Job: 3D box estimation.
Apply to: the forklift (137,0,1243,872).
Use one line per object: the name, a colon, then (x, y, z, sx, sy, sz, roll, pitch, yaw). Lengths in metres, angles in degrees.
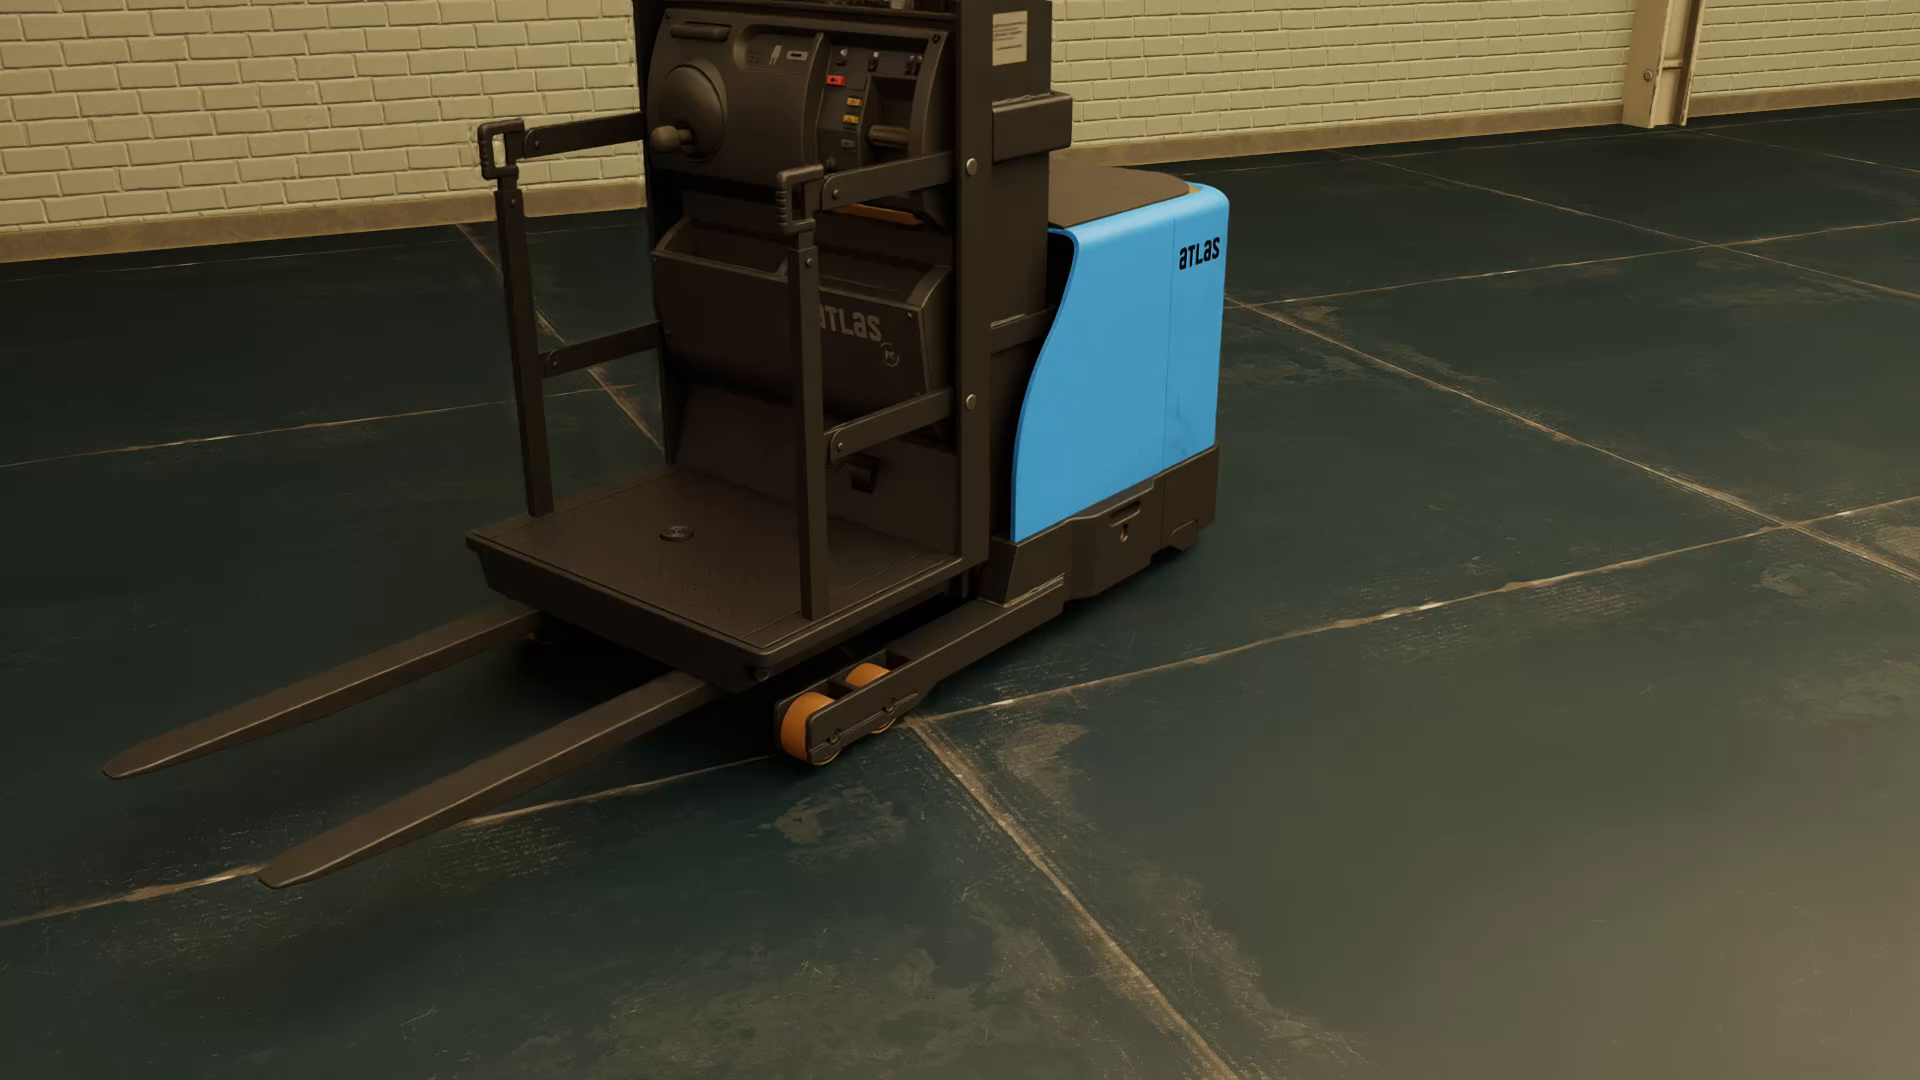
forklift: (-0.493, -1.070, 3.862, 1.130, 2.935, 3.031, 17, 28, 36)
